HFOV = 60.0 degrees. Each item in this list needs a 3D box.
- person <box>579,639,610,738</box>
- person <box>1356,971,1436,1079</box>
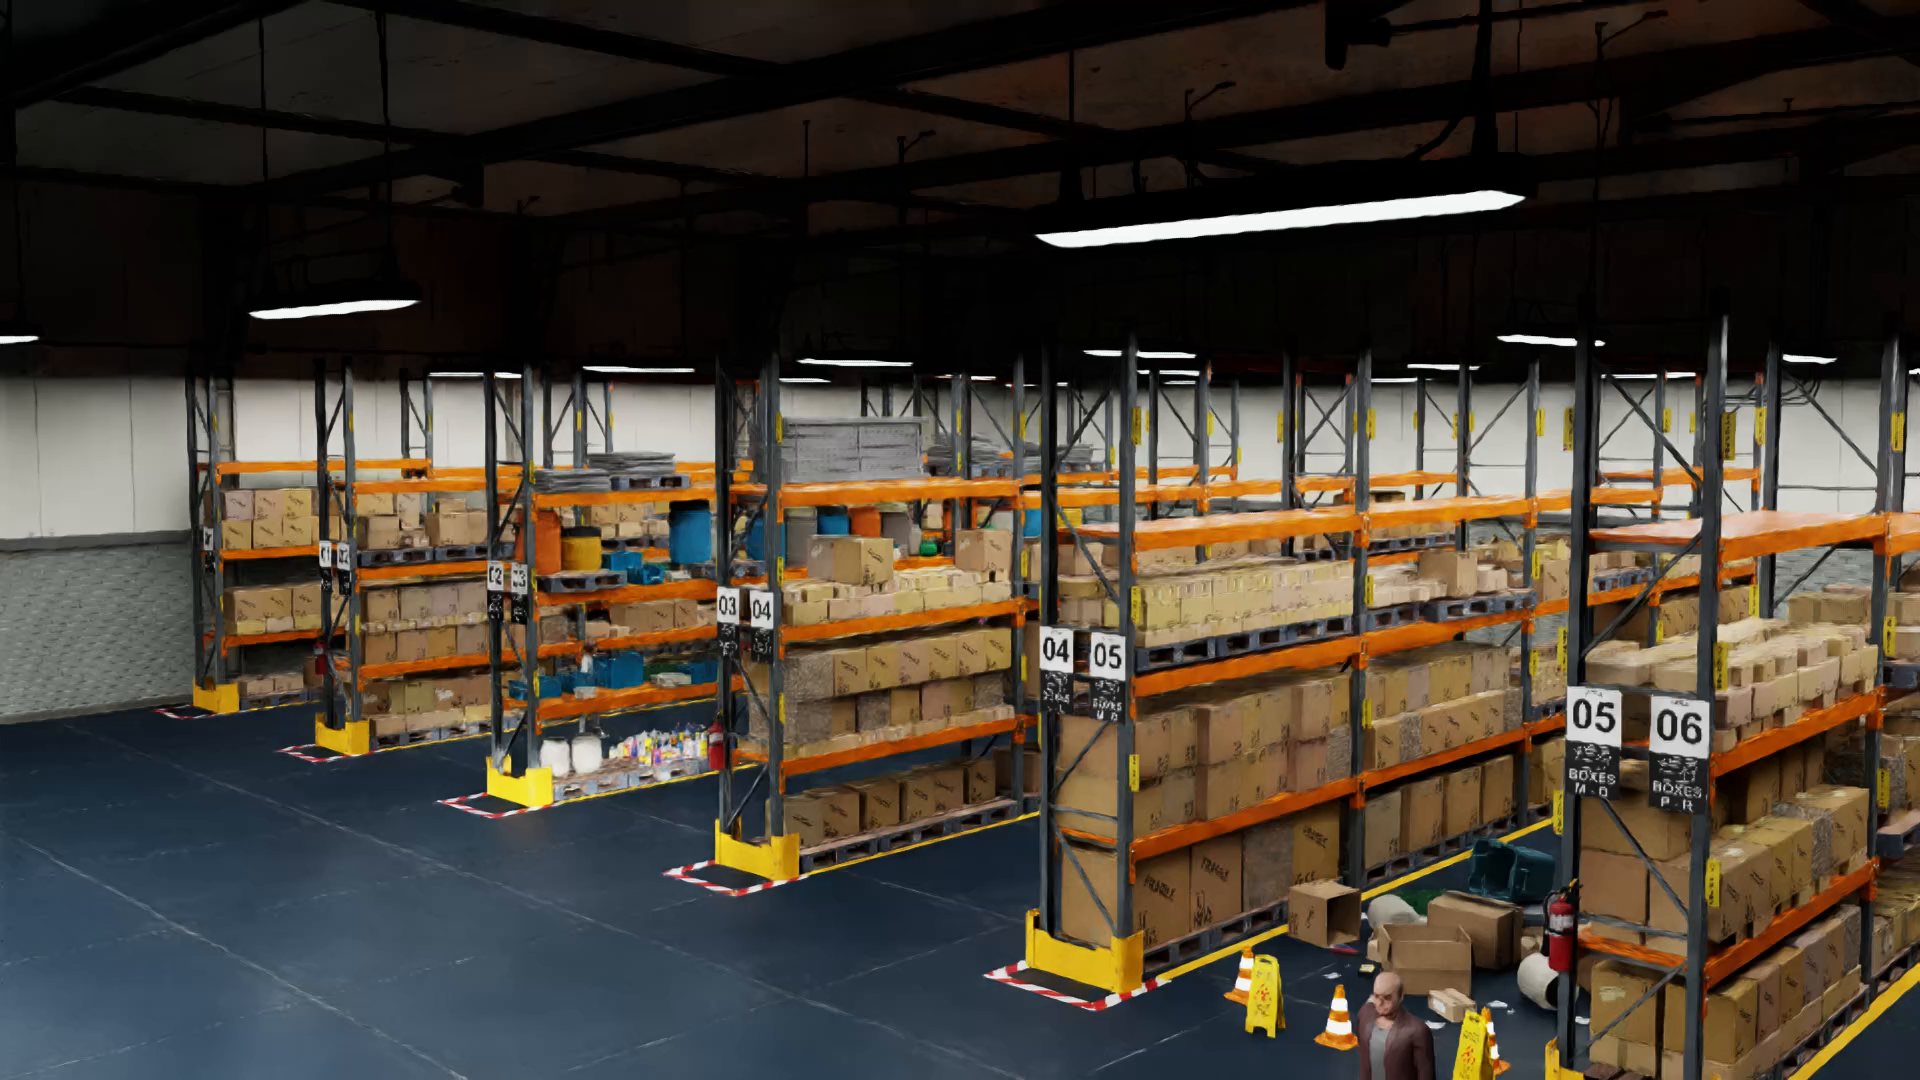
[{"bbox_3d":[-5.767,2.353,26.097,0.417,1.603,0.505,1,5,15],"label":"person"},{"bbox_3d":[2.653,3.503,10.309,0.589,1.697,1.176,4,6,42],"label":"person"}]
